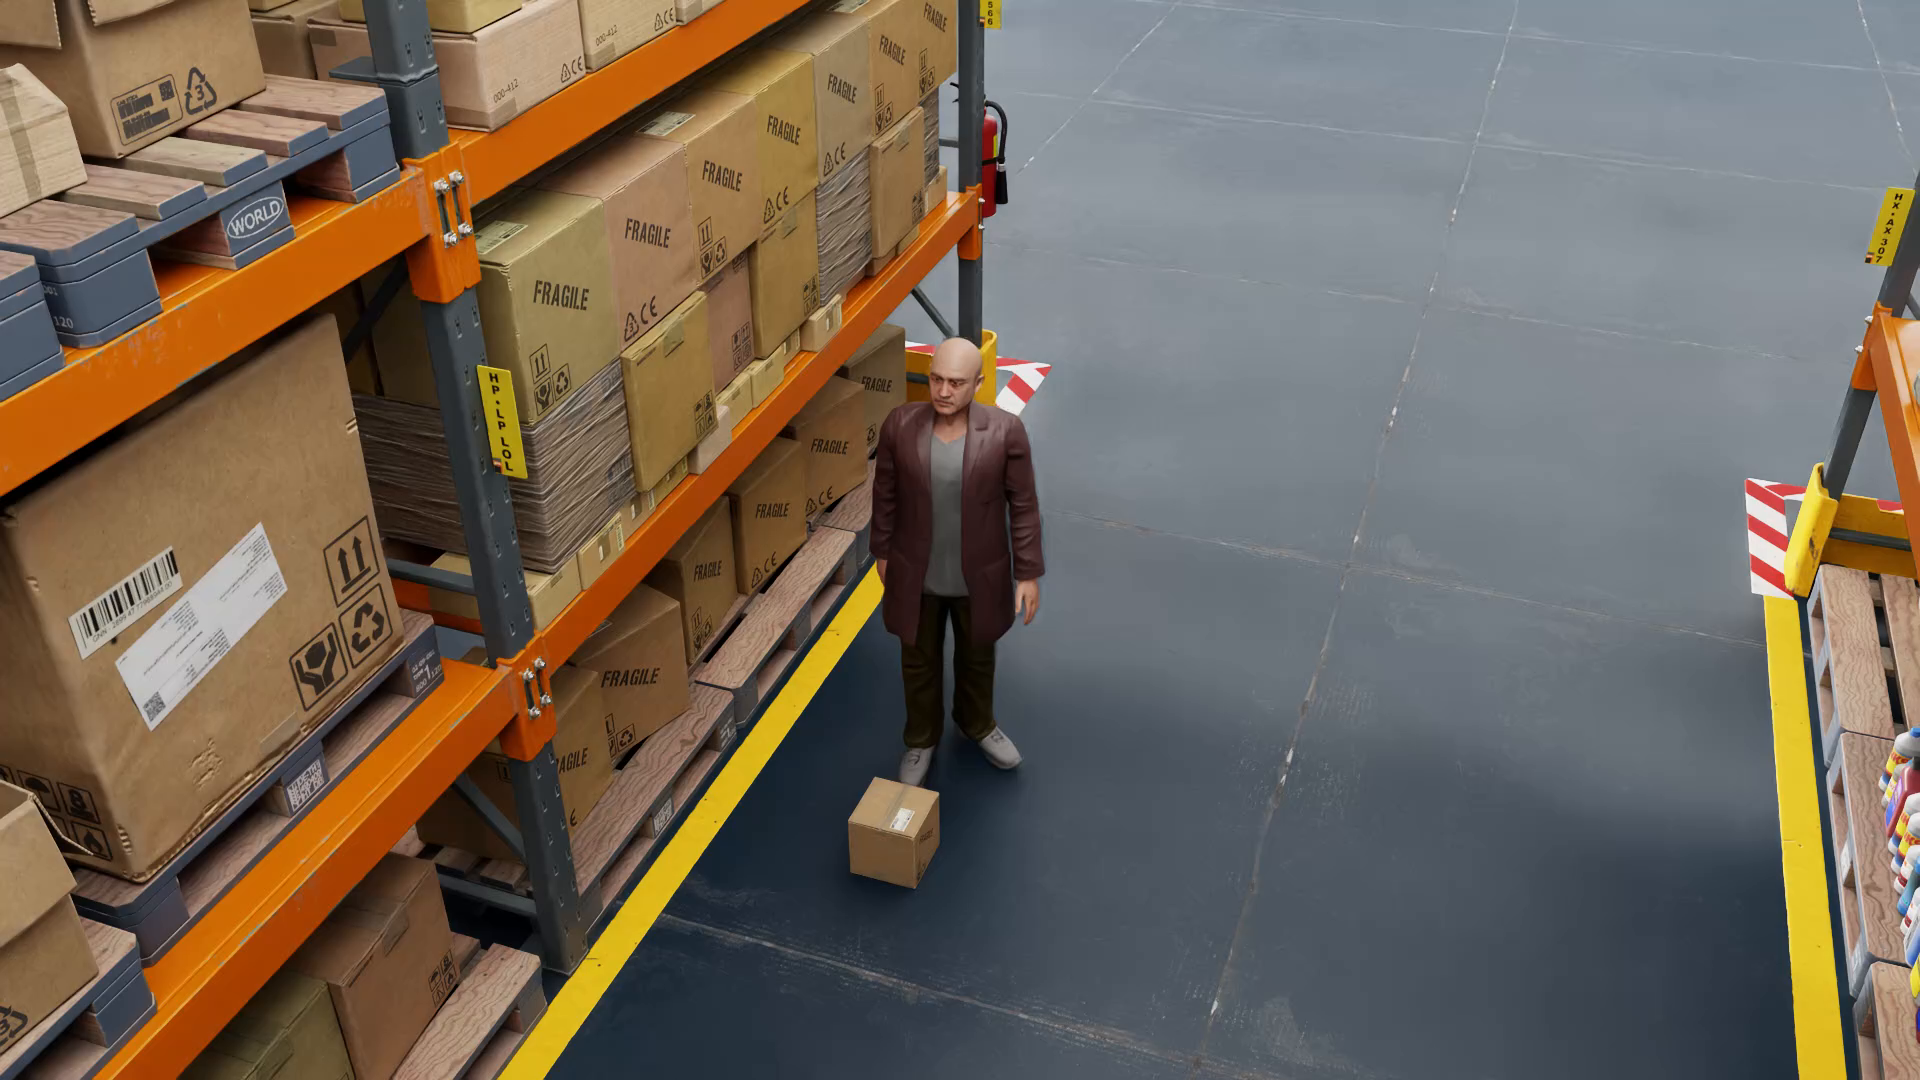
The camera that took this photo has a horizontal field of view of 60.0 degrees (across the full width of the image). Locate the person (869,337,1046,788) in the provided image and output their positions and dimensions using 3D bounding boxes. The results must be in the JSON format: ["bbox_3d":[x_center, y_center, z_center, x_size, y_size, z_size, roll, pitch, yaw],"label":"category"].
[{"bbox_3d":[-0.017,0.139,5.976,0.649,1.700,0.467,3,33,5],"label":"person"}]
